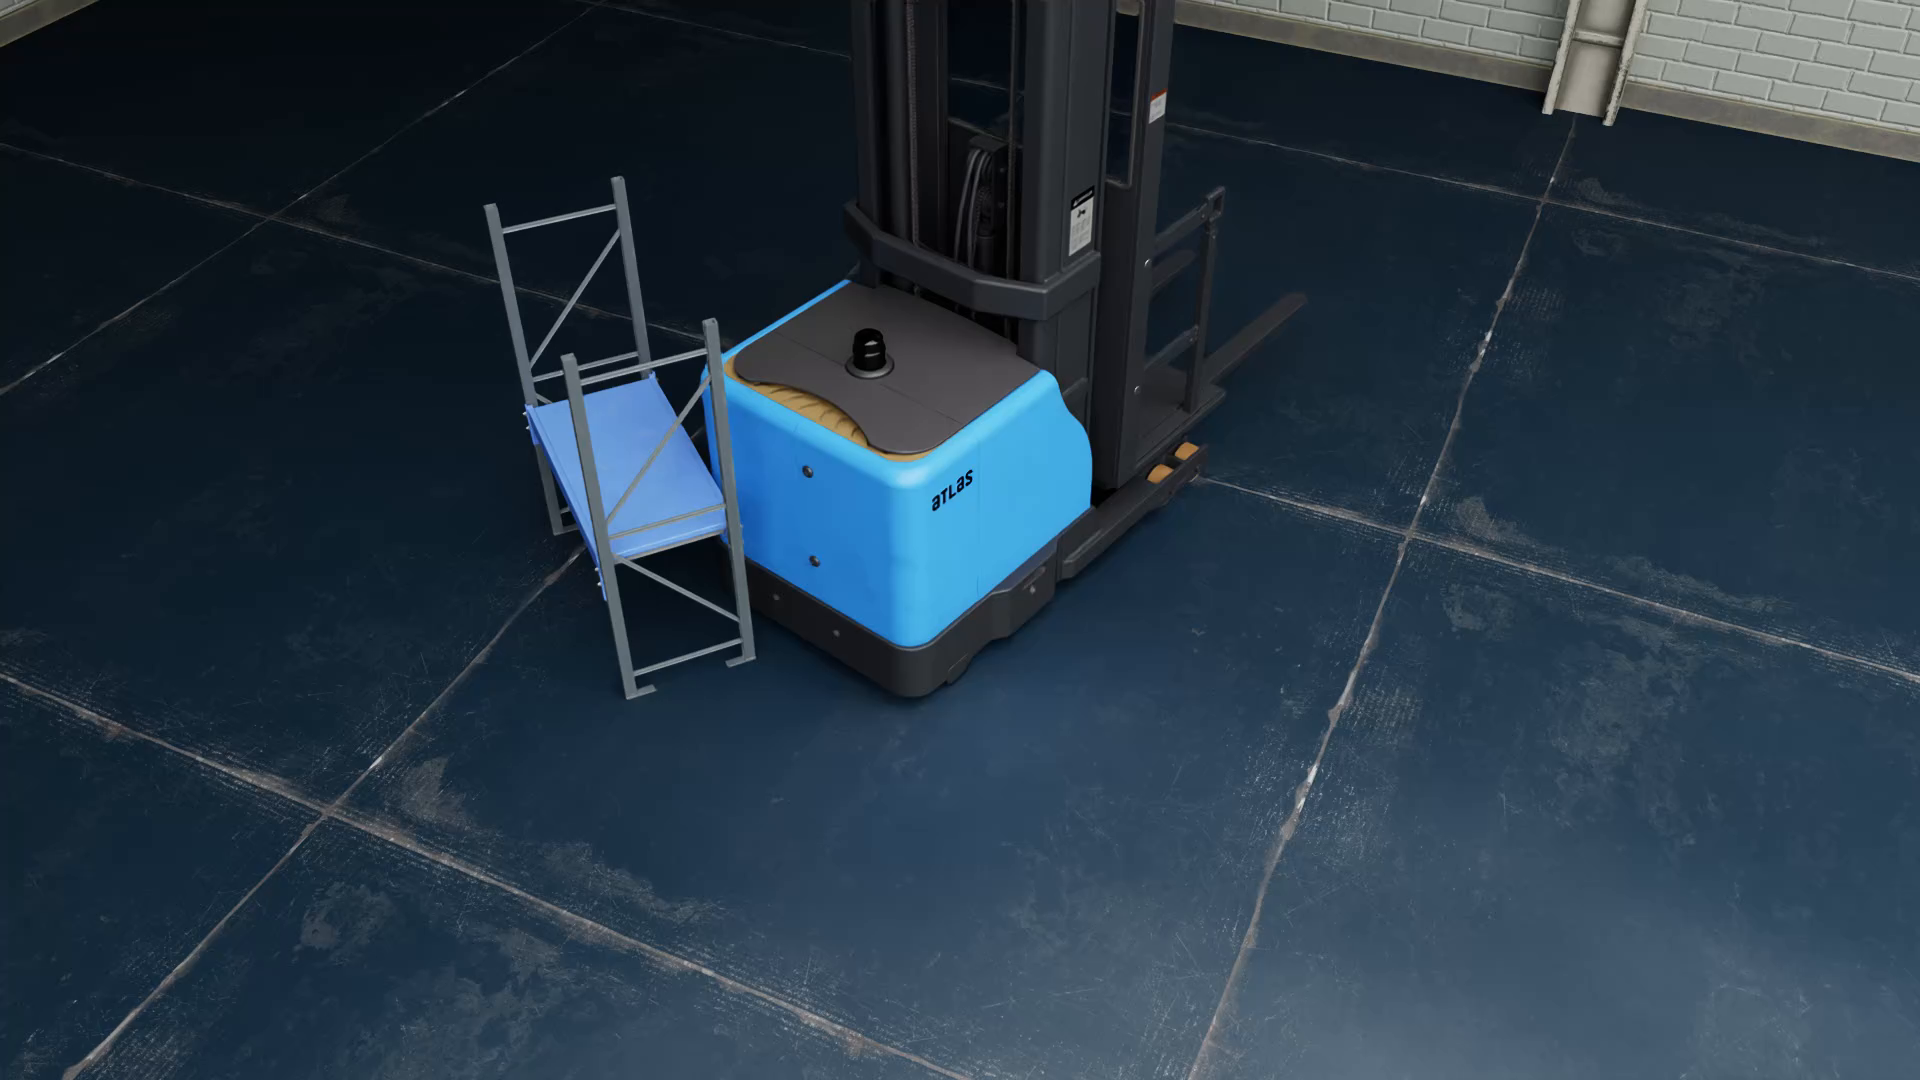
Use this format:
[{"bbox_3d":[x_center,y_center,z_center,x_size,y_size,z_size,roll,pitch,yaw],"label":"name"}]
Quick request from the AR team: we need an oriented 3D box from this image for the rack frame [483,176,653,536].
[{"bbox_3d":[-1.433,-0.661,6.368,0.500,1.500,0.032,-17,44,-19],"label":"rack frame"}]

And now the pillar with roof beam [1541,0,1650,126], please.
[{"bbox_3d":[1.779,-3.347,3.742,0.400,9.000,9.100,17,44,19],"label":"pillar with roof beam"}]

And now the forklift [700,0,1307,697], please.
[{"bbox_3d":[0.394,-1.442,6.176,1.130,2.935,3.031,28,48,29],"label":"forklift"}]

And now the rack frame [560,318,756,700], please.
[{"bbox_3d":[-0.998,-0.059,5.673,0.500,1.500,0.032,-17,44,-19],"label":"rack frame"}]

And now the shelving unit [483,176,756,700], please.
[{"bbox_3d":[-1.215,-0.360,6.021,0.538,1.500,1.048,-17,44,-19],"label":"shelving unit"}]

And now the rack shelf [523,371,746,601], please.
[{"bbox_3d":[-1.215,-0.224,6.138,0.538,0.185,1.000,-17,44,-19],"label":"rack shelf"}]
